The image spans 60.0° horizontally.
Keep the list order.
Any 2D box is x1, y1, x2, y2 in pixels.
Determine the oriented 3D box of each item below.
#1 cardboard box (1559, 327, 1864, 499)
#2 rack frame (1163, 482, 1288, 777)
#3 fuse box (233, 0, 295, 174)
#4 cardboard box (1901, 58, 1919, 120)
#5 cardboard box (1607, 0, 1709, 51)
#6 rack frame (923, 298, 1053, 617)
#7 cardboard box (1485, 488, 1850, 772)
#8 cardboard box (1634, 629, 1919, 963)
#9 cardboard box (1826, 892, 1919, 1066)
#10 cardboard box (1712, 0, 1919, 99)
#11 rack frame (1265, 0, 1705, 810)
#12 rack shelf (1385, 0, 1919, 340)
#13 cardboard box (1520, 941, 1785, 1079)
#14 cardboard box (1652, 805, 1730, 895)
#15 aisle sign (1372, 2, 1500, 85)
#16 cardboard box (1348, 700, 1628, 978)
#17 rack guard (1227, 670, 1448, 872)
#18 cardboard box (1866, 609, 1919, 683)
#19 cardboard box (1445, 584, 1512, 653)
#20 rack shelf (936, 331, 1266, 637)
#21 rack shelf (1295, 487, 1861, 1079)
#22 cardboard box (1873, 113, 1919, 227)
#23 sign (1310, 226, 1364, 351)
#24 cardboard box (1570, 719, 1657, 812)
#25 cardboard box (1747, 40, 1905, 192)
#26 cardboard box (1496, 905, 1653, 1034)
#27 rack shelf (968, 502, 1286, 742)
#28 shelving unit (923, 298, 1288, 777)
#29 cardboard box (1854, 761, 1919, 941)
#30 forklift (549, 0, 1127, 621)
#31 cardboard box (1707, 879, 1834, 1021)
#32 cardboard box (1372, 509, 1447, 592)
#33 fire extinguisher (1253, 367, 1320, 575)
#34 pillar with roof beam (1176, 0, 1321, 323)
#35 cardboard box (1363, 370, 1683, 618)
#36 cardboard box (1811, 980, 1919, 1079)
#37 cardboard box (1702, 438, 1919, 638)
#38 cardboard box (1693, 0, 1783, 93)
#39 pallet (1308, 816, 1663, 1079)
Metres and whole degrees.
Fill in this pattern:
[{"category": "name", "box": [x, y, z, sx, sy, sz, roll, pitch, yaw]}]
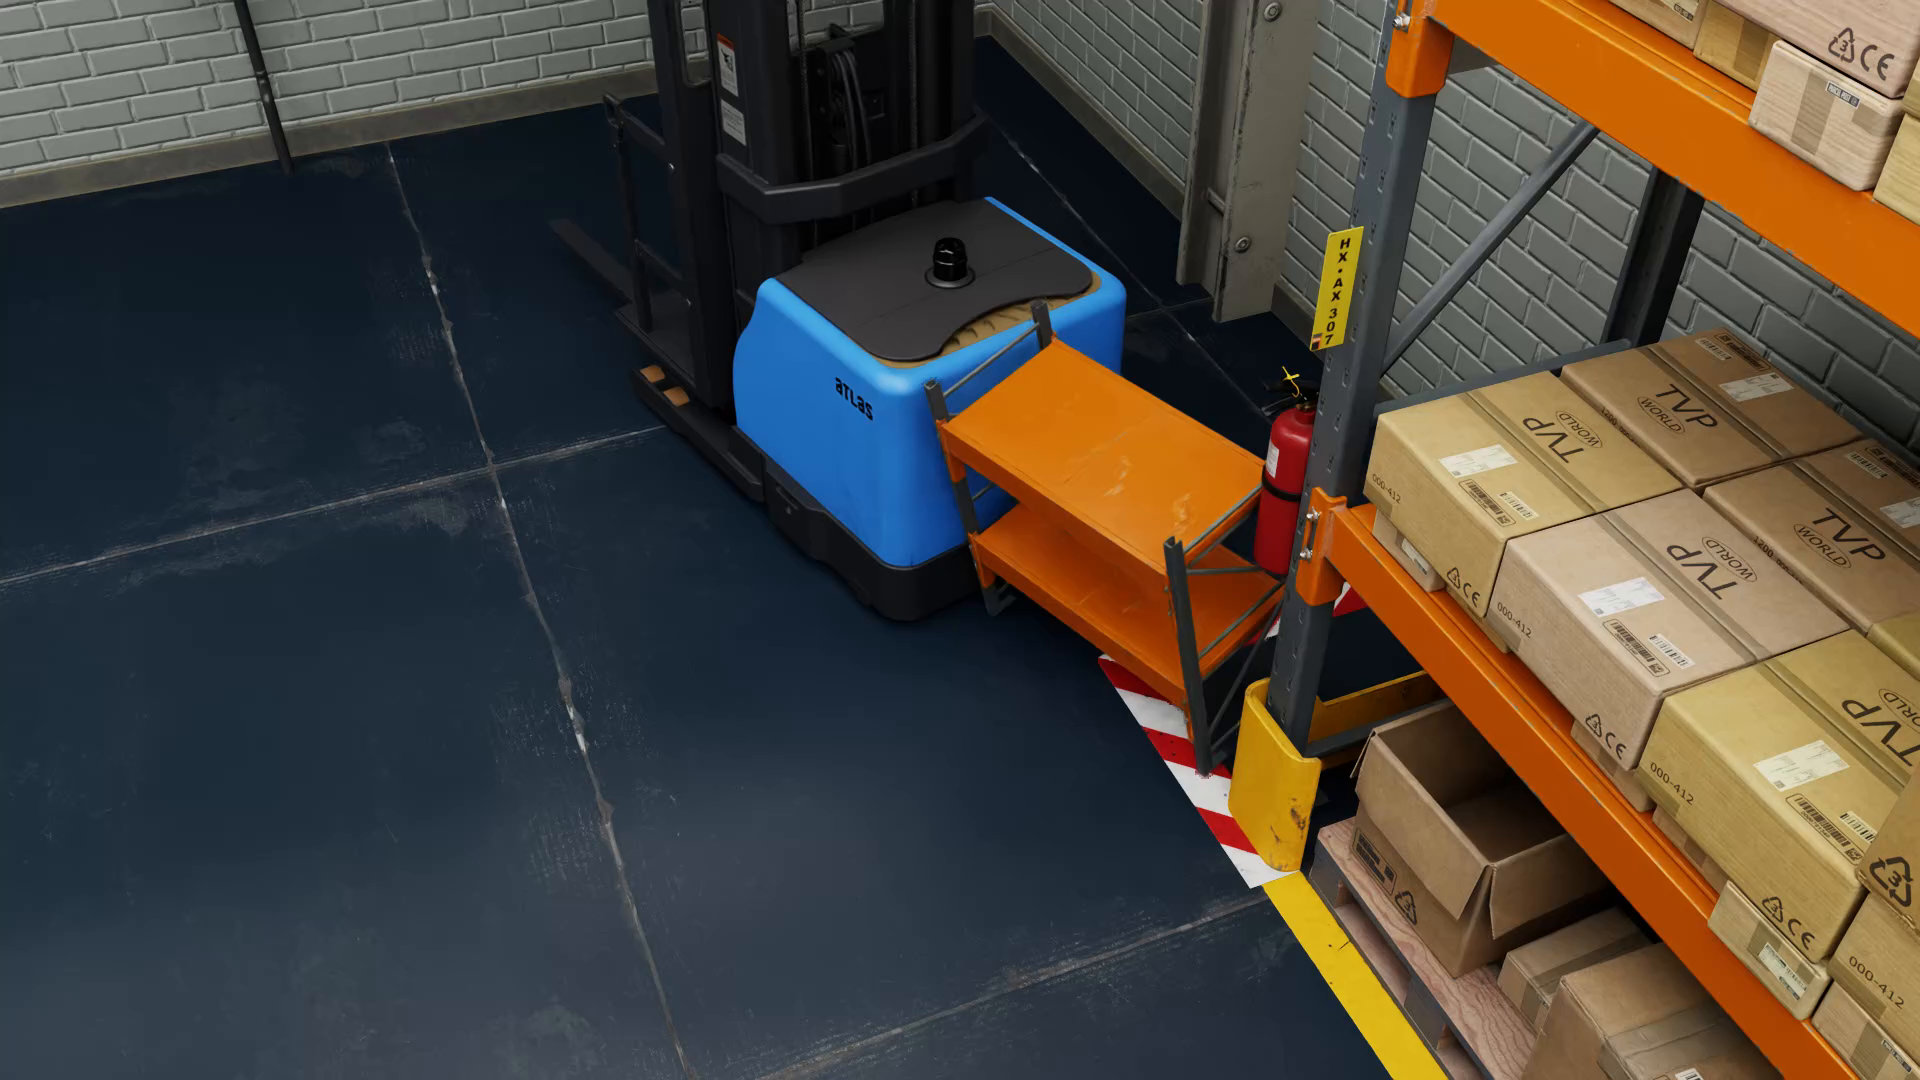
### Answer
[{"category": "cardboard box", "box": [1.826, -0.251, 4.128, 0.500, 0.250, 0.500, -14, 43, -16]}, {"category": "rack frame", "box": [0.849, 0.237, 4.991, 0.500, 1.125, 0.032, -39, 51, -20]}, {"category": "fuse box", "box": [-3.362, -2.504, 7.849, 0.539, 1.711, 0.414, -15, 43, -17]}, {"category": "cardboard box", "box": [1.720, -0.651, 2.293, 0.500, 0.250, 0.500, -16, 43, -18]}, {"category": "cardboard box", "box": [1.436, -1.046, 3.058, 0.380, 0.149, 0.250, -14, 43, -16]}, {"category": "rack frame", "box": [0.187, -0.247, 5.593, 0.500, 1.125, 0.032, -39, 51, -20]}, {"category": "cardboard box", "box": [1.523, 0.183, 3.624, 0.500, 0.250, 0.500, -15, 43, -16]}, {"category": "cardboard box", "box": [1.720, 0.487, 3.270, 0.500, 0.250, 0.500, -16, 43, -18]}, {"category": "cardboard box", "box": [1.935, 0.790, 2.918, 0.500, 0.250, 0.500, -16, 43, -18]}, {"category": "cardboard box", "box": [1.535, -0.962, 2.655, 0.500, 0.250, 0.500, -14, 43, -16]}, {"category": "rack frame", "box": [1.405, -0.406, 4.421, 1.000, 3.000, 0.127, -15, 43, -17]}, {"category": "rack shelf", "box": [2.170, -0.065, 2.277, 1.077, 0.370, 4.000, -15, 43, -17]}, {"category": "cardboard box", "box": [1.842, 1.300, 4.033, 0.700, 0.500, 0.500, -13, 42, -15]}, {"category": "cardboard box", "box": [1.697, 0.573, 3.475, 0.380, 0.149, 0.250, -14, 43, -16]}, {"category": "aisle sign", "box": [1.107, -1.359, 3.536, 0.394, 0.787, 0.004, -15, 43, -17]}, {"category": "cardboard box", "box": [1.551, 0.774, 4.642, 0.797, 0.503, 0.637, -17, 43, -19]}, {"category": "rack guard", "box": [1.434, 0.588, 5.183, 1.175, 0.500, 0.348, -15, 43, -17]}, {"category": "cardboard box", "box": [2.207, 0.360, 3.418, 0.500, 0.250, 0.500, -14, 43, -16]}, {"category": "cardboard box", "box": [1.417, 0.098, 4.028, 0.380, 0.149, 0.250, -14, 43, -16]}, {"category": "rack shelf", "box": [0.462, -0.196, 5.078, 0.538, 0.278, 1.000, -39, 51, -20]}, {"category": "rack shelf", "box": [2.170, 1.072, 3.255, 1.077, 0.370, 4.000, -15, 43, -17]}, {"category": "cardboard box", "box": [1.626, -0.556, 2.488, 0.380, 0.149, 0.250, -15, 43, -17]}, {"category": "sign", "box": [0.903, -0.598, 3.981, 0.100, 0.325, 0.005, -15, 43, -17]}, {"category": "cardboard box", "box": [1.590, 0.415, 3.660, 0.380, 0.149, 0.250, -14, 43, -16]}, {"category": "cardboard box", "box": [1.519, -0.712, 2.669, 0.380, 0.149, 0.250, -14, 43, -16]}, {"category": "cardboard box", "box": [1.678, 1.174, 4.449, 0.380, 0.149, 0.250, -17, 43, -19]}, {"category": "rack shelf", "box": [0.564, 0.155, 5.471, 0.538, 0.278, 1.000, -39, 51, -20]}, {"category": "shelving unit", "box": [0.518, -0.005, 5.292, 0.538, 1.125, 1.048, -39, 51, -20]}, {"category": "cardboard box", "box": [1.904, 0.498, 2.682, 0.500, 0.500, 0.500, -14, 43, -16]}, {"category": "forklift", "box": [-0.704, -1.740, 6.026, 1.130, 2.935, 3.031, -26, 47, -27]}, {"category": "cardboard box", "box": [1.724, 0.744, 3.276, 0.380, 0.149, 0.250, -16, 43, -18]}, {"category": "cardboard box", "box": [1.277, -0.044, 4.193, 0.380, 0.149, 0.250, -15, 43, -17]}, {"category": "fire extinguisher", "box": [0.921, -0.208, 4.537, 0.296, 0.674, 0.183, -15, 43, -17]}, {"category": "pillar with roof beam", "box": [-2.772, -3.455, 3.367, 9.100, 9.000, 0.400, -15, 43, -17]}, {"category": "cardboard box", "box": [1.329, -0.121, 3.977, 0.500, 0.250, 0.500, -15, 43, -17]}, {"category": "cardboard box", "box": [1.844, 0.898, 3.098, 0.380, 0.149, 0.250, -14, 43, -16]}, {"category": "cardboard box", "box": [2.022, 0.060, 3.766, 0.500, 0.250, 0.500, -15, 43, -17]}, {"category": "cardboard box", "box": [1.519, -0.888, 2.874, 0.380, 0.149, 0.250, -15, 43, -17]}, {"category": "pallet", "box": [1.740, 1.178, 4.719, 1.003, 0.211, 1.213, -15, 43, -17]}]
